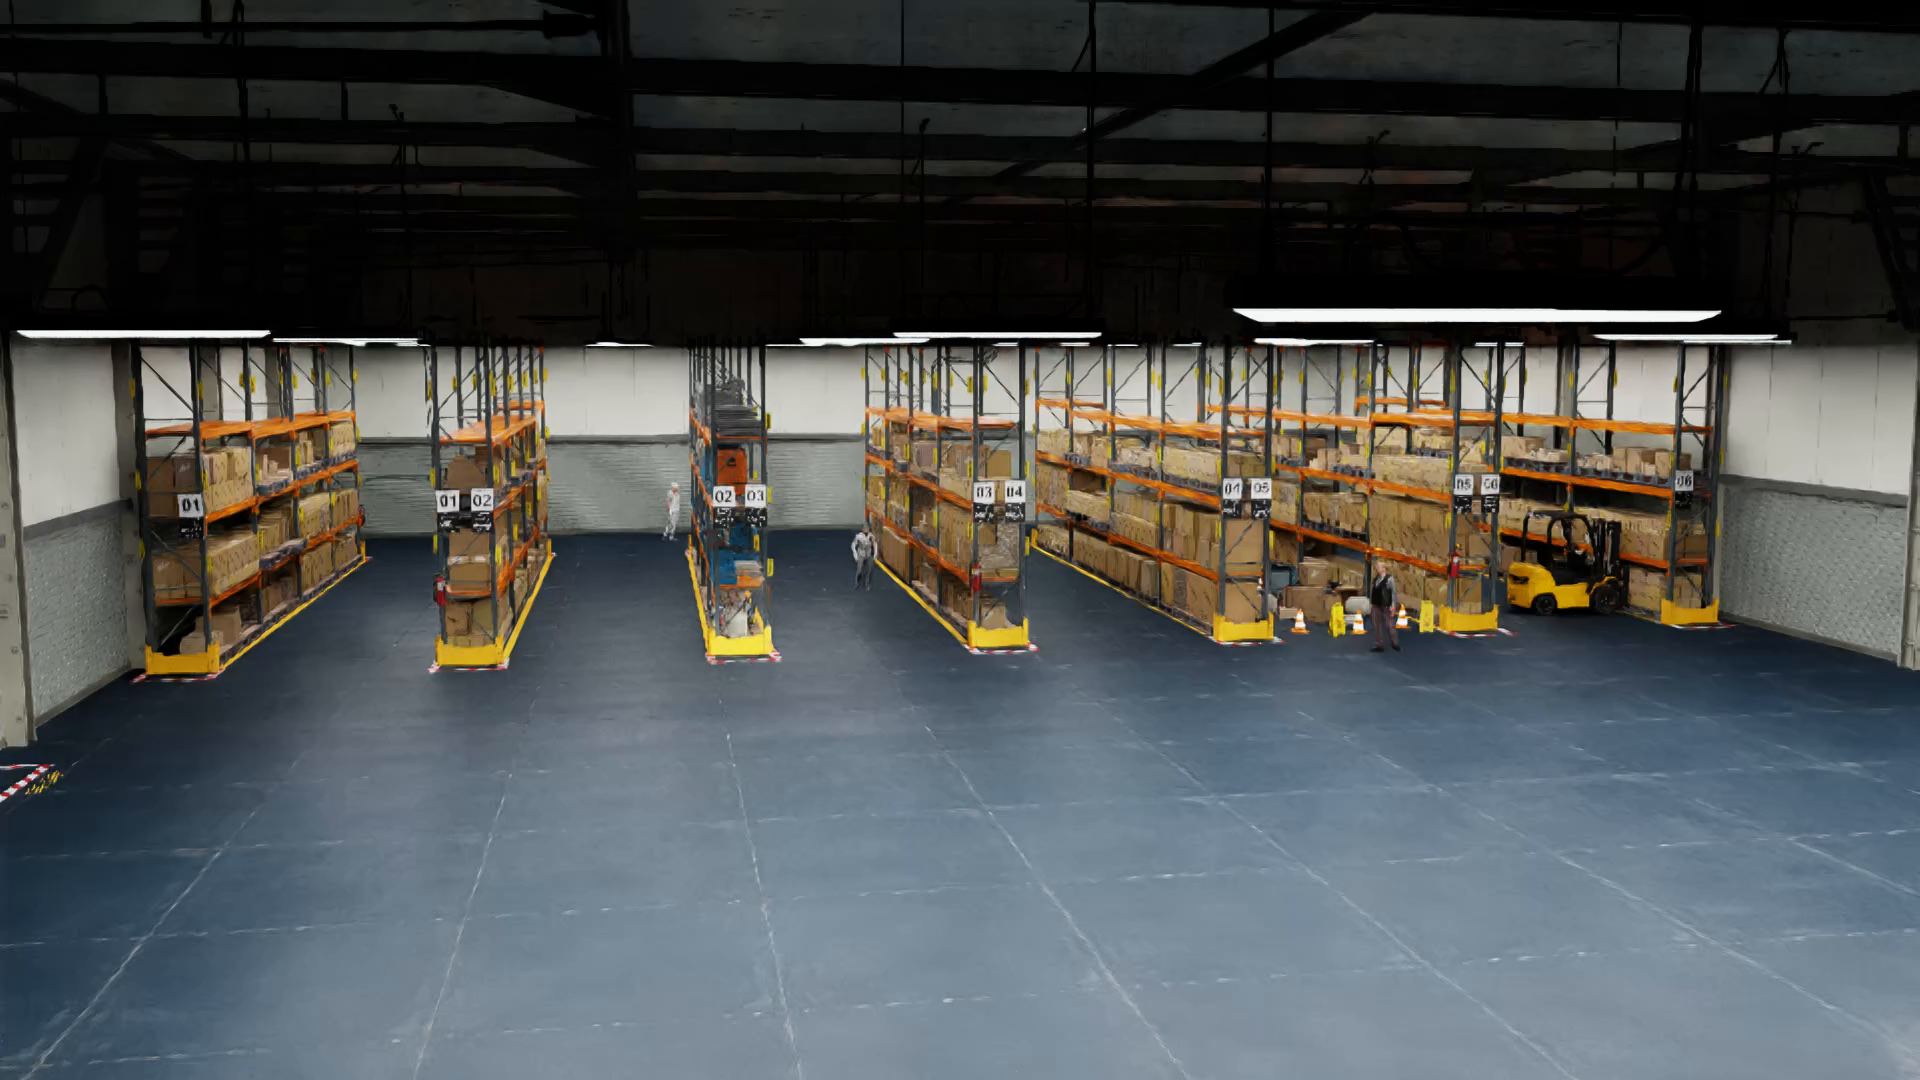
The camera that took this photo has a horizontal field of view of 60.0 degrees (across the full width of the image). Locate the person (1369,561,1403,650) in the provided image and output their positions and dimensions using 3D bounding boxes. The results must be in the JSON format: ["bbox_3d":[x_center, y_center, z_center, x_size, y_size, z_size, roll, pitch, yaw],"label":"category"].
[{"bbox_3d":[8.120,1.252,31.723,0.536,1.713,0.628,-5,8,-38],"label":"person"}]

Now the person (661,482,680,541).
[{"bbox_3d":[-8.607,-0.840,49.500,0.460,1.776,0.704,3,7,24],"label":"person"}]

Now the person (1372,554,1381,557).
[{"bbox_3d":[11.571,-0.347,45.637,0.582,1.664,0.578,1,7,8],"label":"person"}]

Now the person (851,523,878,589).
[{"bbox_3d":[-2.272,0.379,39.680,0.639,1.632,0.506,-1,7,-13],"label":"person"}]
